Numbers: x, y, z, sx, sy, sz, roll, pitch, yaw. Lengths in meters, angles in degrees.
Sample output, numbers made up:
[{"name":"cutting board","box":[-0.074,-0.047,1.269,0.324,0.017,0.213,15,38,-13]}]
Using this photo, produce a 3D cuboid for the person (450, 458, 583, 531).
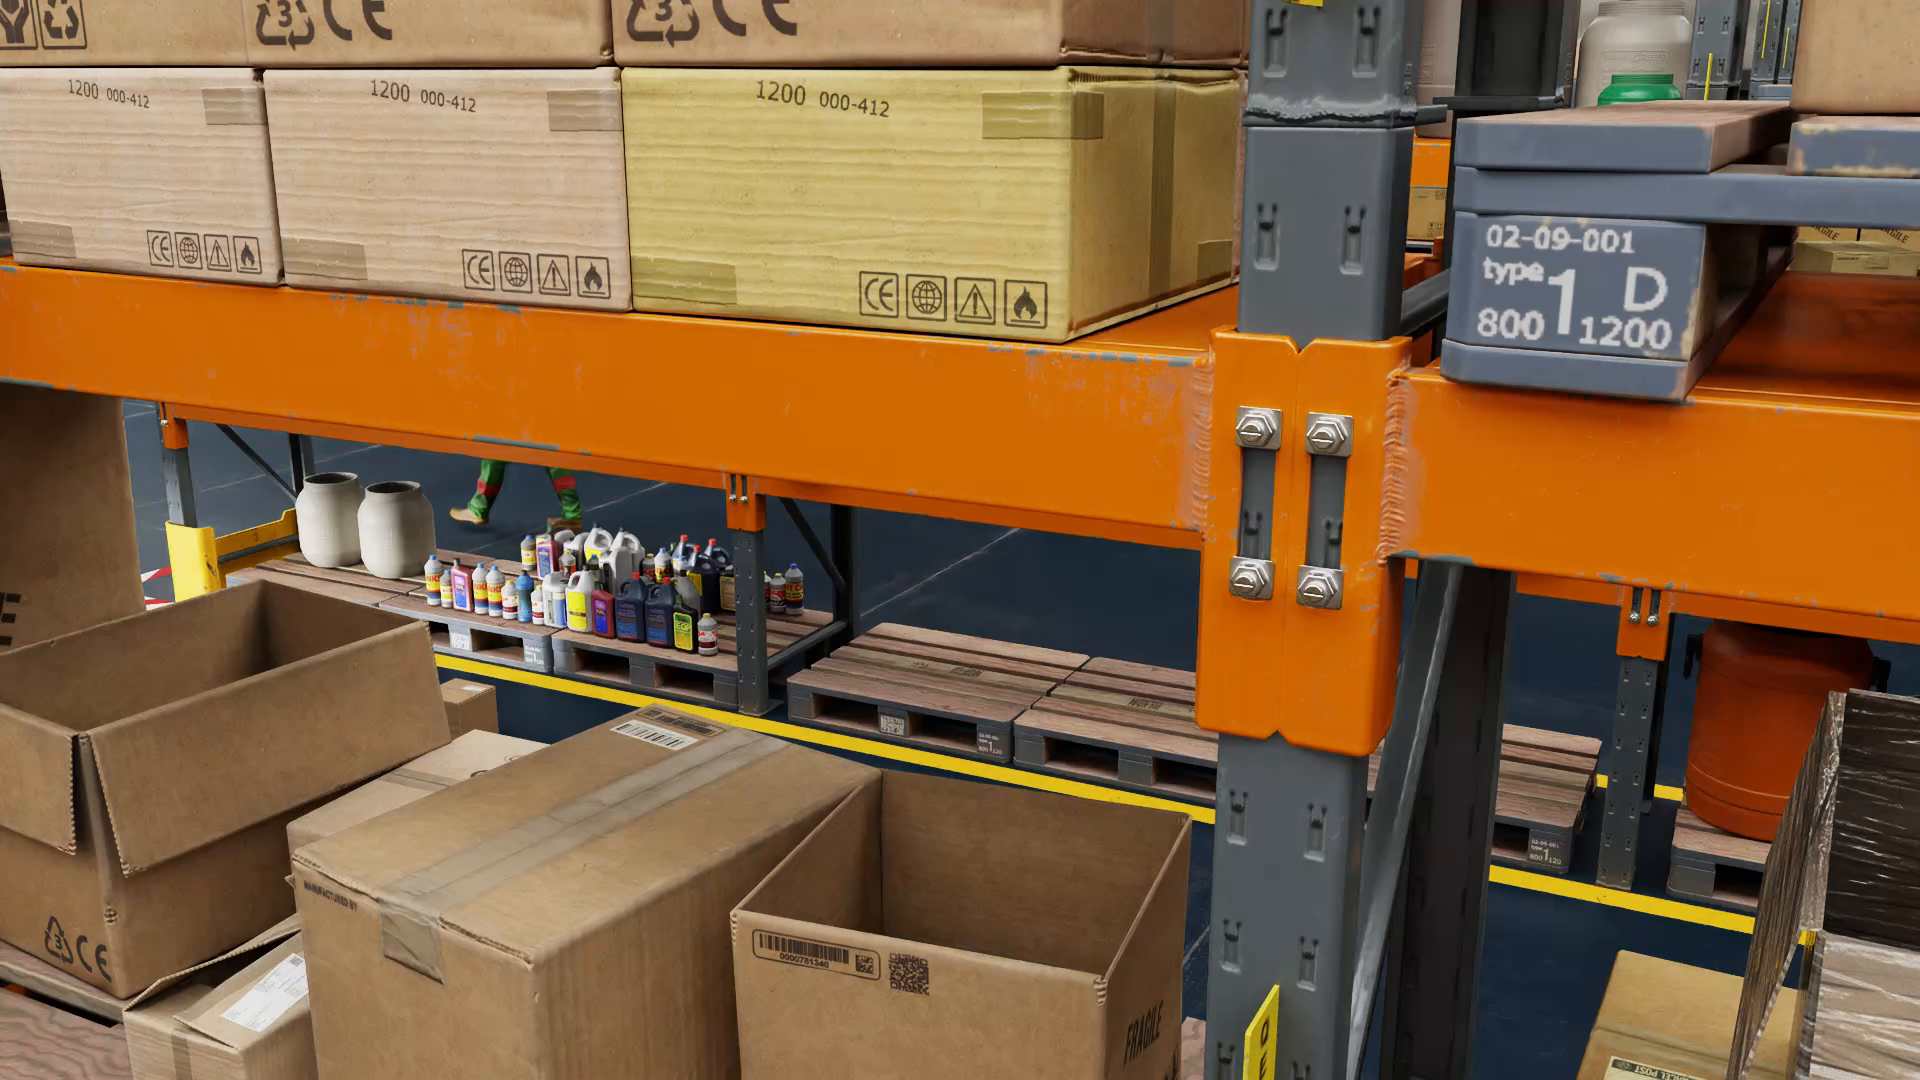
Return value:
[{"name":"person","box":[-3.045,-0.943,11.302,1.017,1.728,0.528,8,18,28]}]
